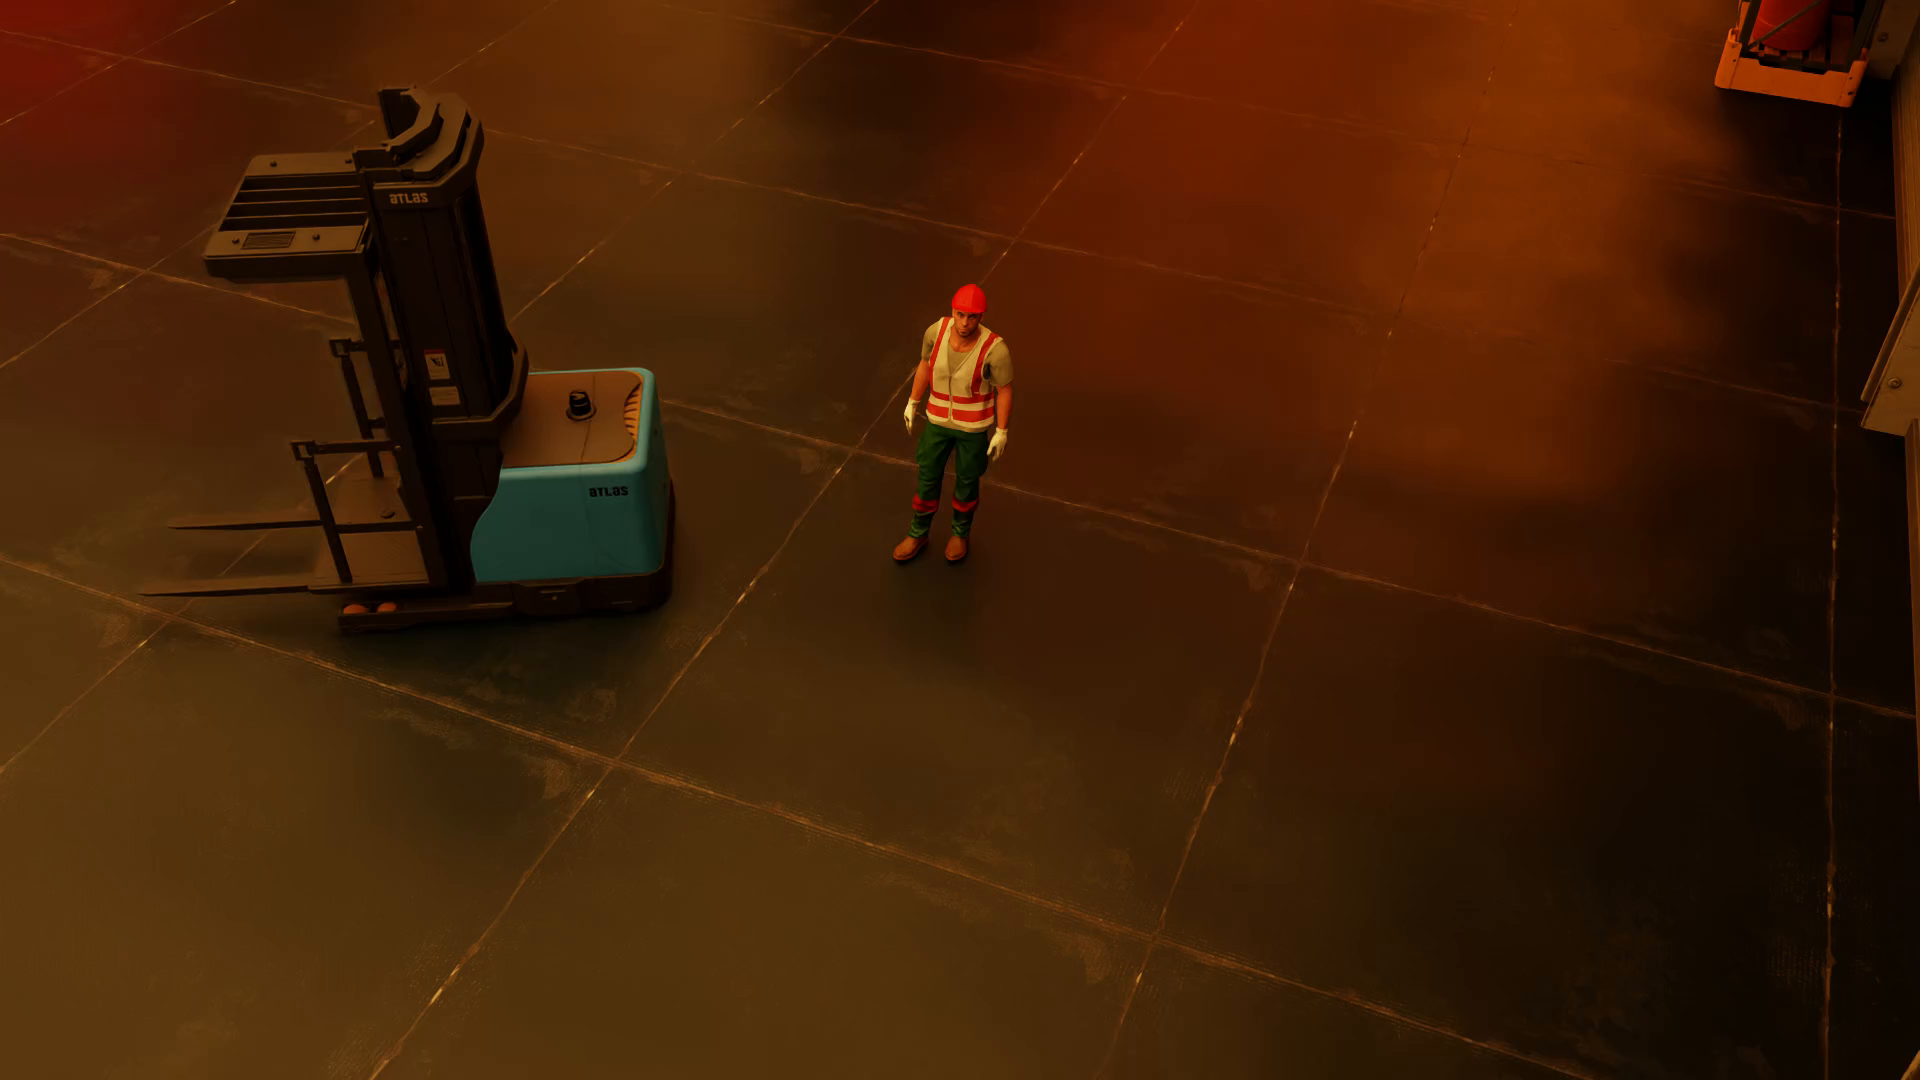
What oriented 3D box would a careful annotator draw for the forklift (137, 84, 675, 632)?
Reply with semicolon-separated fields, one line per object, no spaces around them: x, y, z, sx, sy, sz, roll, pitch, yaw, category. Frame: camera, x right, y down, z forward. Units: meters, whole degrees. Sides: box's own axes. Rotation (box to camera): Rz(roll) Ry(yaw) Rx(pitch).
-3.261;-0.943;9.133;3.031;2.935;1.130;-3;40;-4;forklift

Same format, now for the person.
-0.042;-0.647;9.658;0.637;1.787;0.564;15;42;17;person
